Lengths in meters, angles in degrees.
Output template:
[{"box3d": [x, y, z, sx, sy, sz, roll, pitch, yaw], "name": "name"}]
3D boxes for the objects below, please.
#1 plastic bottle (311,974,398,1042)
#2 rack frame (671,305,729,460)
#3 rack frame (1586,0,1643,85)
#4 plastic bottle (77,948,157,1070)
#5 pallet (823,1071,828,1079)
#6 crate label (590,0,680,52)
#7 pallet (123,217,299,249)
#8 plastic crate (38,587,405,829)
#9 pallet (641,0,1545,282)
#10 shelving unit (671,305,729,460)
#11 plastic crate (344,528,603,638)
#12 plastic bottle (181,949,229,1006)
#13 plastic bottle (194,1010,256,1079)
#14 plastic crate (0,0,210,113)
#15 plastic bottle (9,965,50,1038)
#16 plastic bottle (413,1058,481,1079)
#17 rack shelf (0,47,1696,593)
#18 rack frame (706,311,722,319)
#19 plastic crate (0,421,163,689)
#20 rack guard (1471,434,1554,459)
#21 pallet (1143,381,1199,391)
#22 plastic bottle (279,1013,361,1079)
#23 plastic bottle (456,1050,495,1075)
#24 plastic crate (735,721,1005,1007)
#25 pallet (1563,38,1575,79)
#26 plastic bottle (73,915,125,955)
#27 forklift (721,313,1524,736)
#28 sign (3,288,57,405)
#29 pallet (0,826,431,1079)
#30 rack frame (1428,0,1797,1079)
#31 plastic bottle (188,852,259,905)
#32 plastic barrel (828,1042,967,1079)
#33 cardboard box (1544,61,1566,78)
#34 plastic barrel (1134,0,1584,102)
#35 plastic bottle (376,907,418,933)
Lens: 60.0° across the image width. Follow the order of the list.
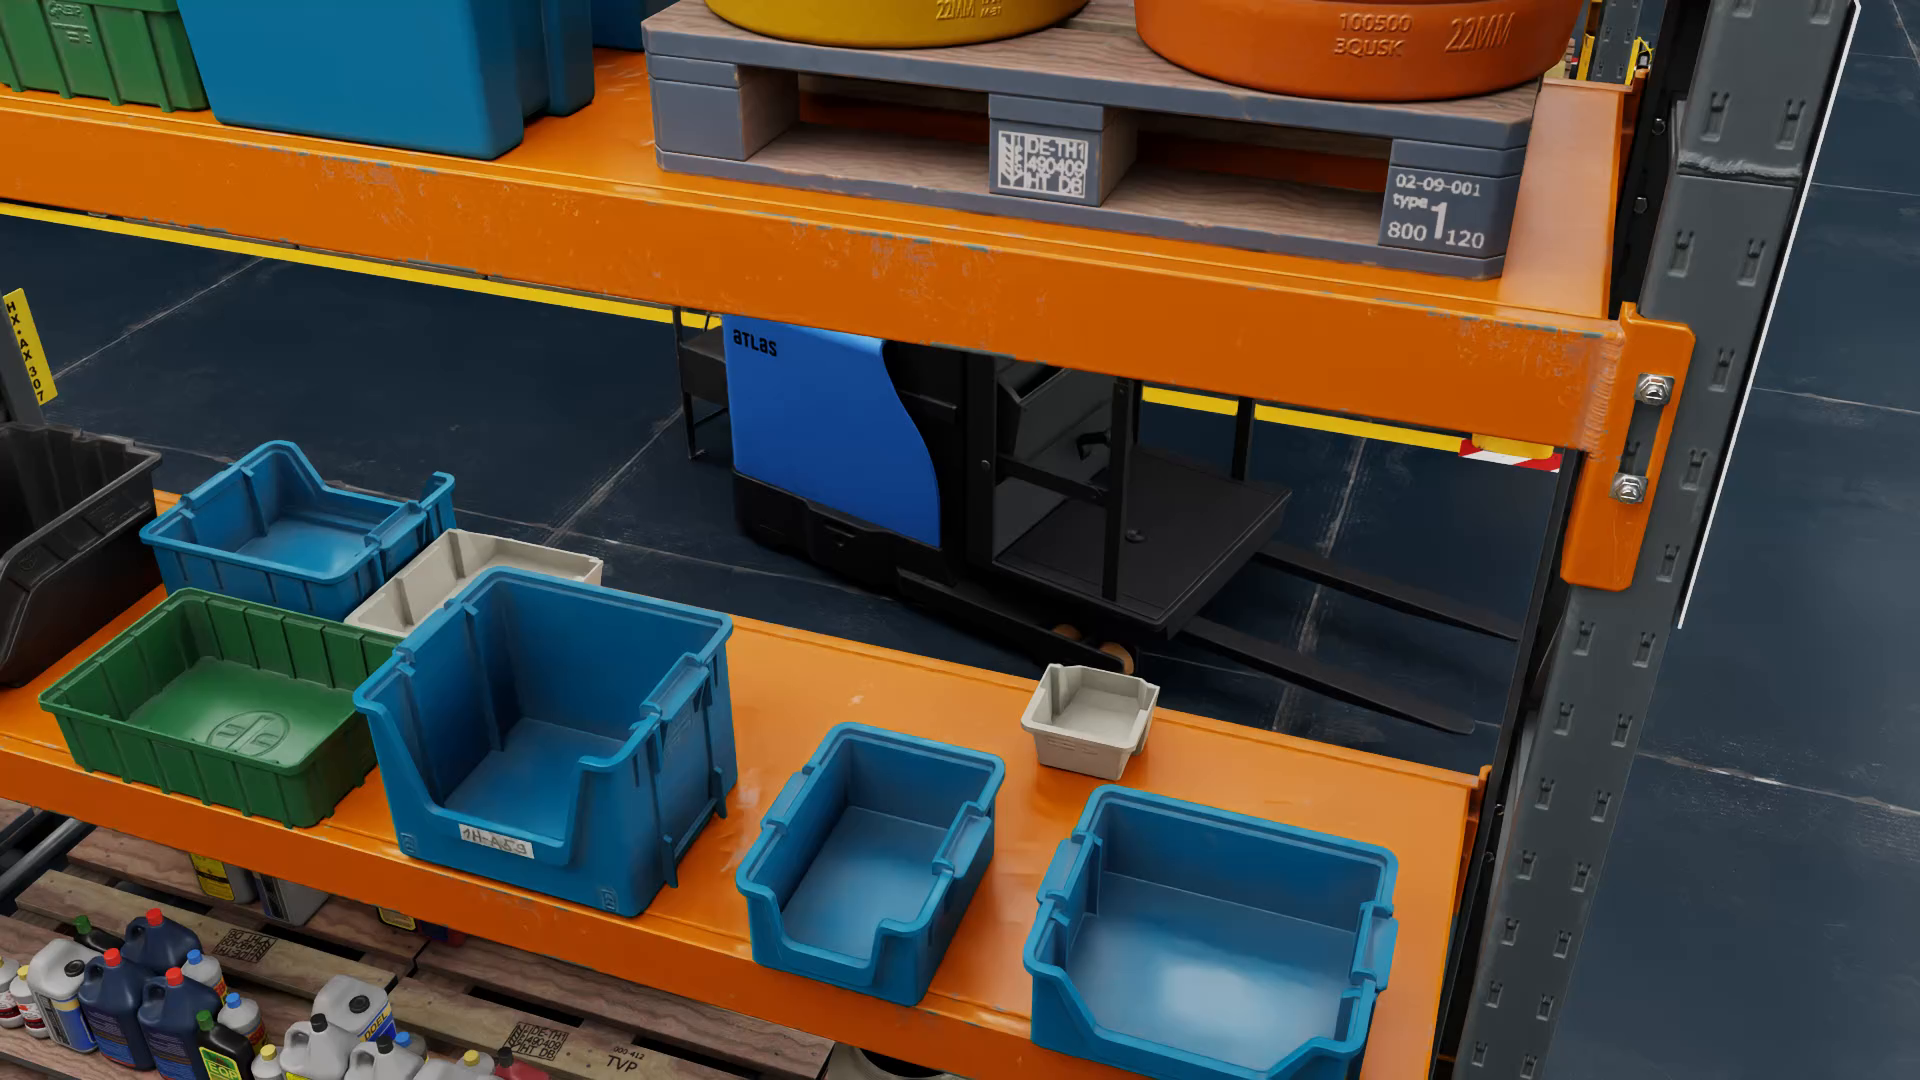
[{"box3d": [-1.518, 1.229, 4.187, 0.135, 0.276, 0.152, 11, 34, 16], "name": "plastic bottle"}, {"box3d": [-1.075, -1.327, 6.868, 0.015, 2.100, 0.400, 22, 39, 31], "name": "rack frame"}, {"box3d": [2.695, -1.919, 6.957, 0.127, 3.000, 1.000, 11, 34, 16], "name": "rack frame"}, {"box3d": [-2.122, 1.165, 4.216, 0.185, 0.351, 0.144, 12, 35, 18], "name": "plastic bottle"}, {"box3d": [0.173, 1.640, 4.015, 1.213, 0.211, 1.003, 11, 34, 16], "name": "pallet"}, {"box3d": [-0.627, -1.099, 3.059, 0.408, 0.251, 0.502, 11, 34, 16], "name": "crate label"}, {"box3d": [-4.101, -2.068, 9.758, 1.213, 0.211, 1.003, 11, 34, 16], "name": "pallet"}, {"box3d": [-1.559, 0.359, 3.623, 0.662, 0.188, 0.450, 11, 34, 16], "name": "plastic crate"}, {"box3d": [0.278, -0.772, 2.590, 1.213, 0.211, 1.003, 11, 34, 16], "name": "pallet"}, {"box3d": [-0.882, -1.249, 6.741, 0.503, 2.100, 0.431, 22, 39, 31], "name": "shelving unit"}, {"box3d": [-1.128, 0.156, 3.986, 0.437, 0.136, 0.530, 11, 34, 16], "name": "plastic crate"}, {"box3d": [-1.945, 1.164, 4.292, 0.097, 0.271, 0.097, 0, 33, 0], "name": "plastic bottle"}, {"box3d": [-1.803, 1.280, 4.101, 0.133, 0.283, 0.061, 13, 35, 19], "name": "plastic bottle"}, {"box3d": [-1.348, -0.866, 2.755, 0.450, 0.188, 0.336, 11, 34, 16], "name": "plastic crate"}, {"box3d": [-2.398, 1.188, 4.319, 0.097, 0.201, 0.097, 0, 33, 0], "name": "plastic bottle"}, {"box3d": [-1.212, 1.371, 3.966, 0.135, 0.276, 0.152, 10, 34, 15], "name": "plastic bottle"}, {"box3d": [-0.859, -0.714, 2.989, 4.000, 0.370, 1.077, 11, 34, 16], "name": "rack shelf"}, {"box3d": [-1.071, -2.651, 8.091, 0.127, 3.000, 1.000, 11, 34, 16], "name": "rack frame"}, {"box3d": [-2.292, 0.065, 3.942, 0.504, 0.338, 0.767, 11, 34, 16], "name": "plastic crate"}, {"box3d": [2.623, -0.883, 7.657, 0.348, 0.500, 1.175, 11, 34, 16], "name": "rack guard"}, {"box3d": [0.726, -1.153, 8.341, 1.213, 0.211, 1.003, 11, 34, 16], "name": "pallet"}, {"box3d": [-1.544, 1.278, 4.042, 0.185, 0.351, 0.144, 11, 34, 16], "name": "plastic bottle"}, {"box3d": [-1.187, 1.336, 4.090, 0.097, 0.201, 0.097, 0, 33, 0], "name": "plastic bottle"}, {"box3d": [-0.158, 0.612, 3.174, 0.408, 0.251, 0.499, 11, 34, 16], "name": "plastic crate"}, {"box3d": [3.684, -3.368, 11.772, 1.213, 0.211, 1.003, 11, 34, 16], "name": "pallet"}, {"box3d": [-2.241, 1.107, 4.369, 0.133, 0.283, 0.061, 11, 34, 16], "name": "plastic bottle"}, {"box3d": [0.585, -1.029, 5.641, 3.031, 2.935, 1.130, 20, 38, 28], "name": "forklift"}, {"box3d": [-2.546, -0.517, 4.531, 0.005, 0.325, 0.100, 11, 34, 16], "name": "sign"}, {"box3d": [-2.124, 1.193, 4.707, 1.213, 0.211, 1.003, 11, 34, 16], "name": "pallet"}, {"box3d": [1.024, 0.610, 3.040, 0.127, 3.000, 1.000, 11, 34, 16], "name": "rack frame"}, {"box3d": [-2.087, 0.850, 4.704, 0.185, 0.351, 0.144, 11, 34, 16], "name": "plastic bottle"}, {"box3d": [-0.094, 1.305, 3.869, 0.421, 0.512, 0.421, 0, 33, 0], "name": "plastic barrel"}, {"box3d": [2.507, -1.988, 7.295, 0.250, 0.149, 0.380, 11, 34, 16], "name": "cardboard box"}, {"box3d": [0.523, -1.031, 2.033, 0.708, 0.830, 0.600, 11, 34, 16], "name": "plastic barrel"}, {"box3d": [-1.564, 0.956, 4.602, 0.133, 0.283, 0.061, 11, 34, 16], "name": "plastic bottle"}]
